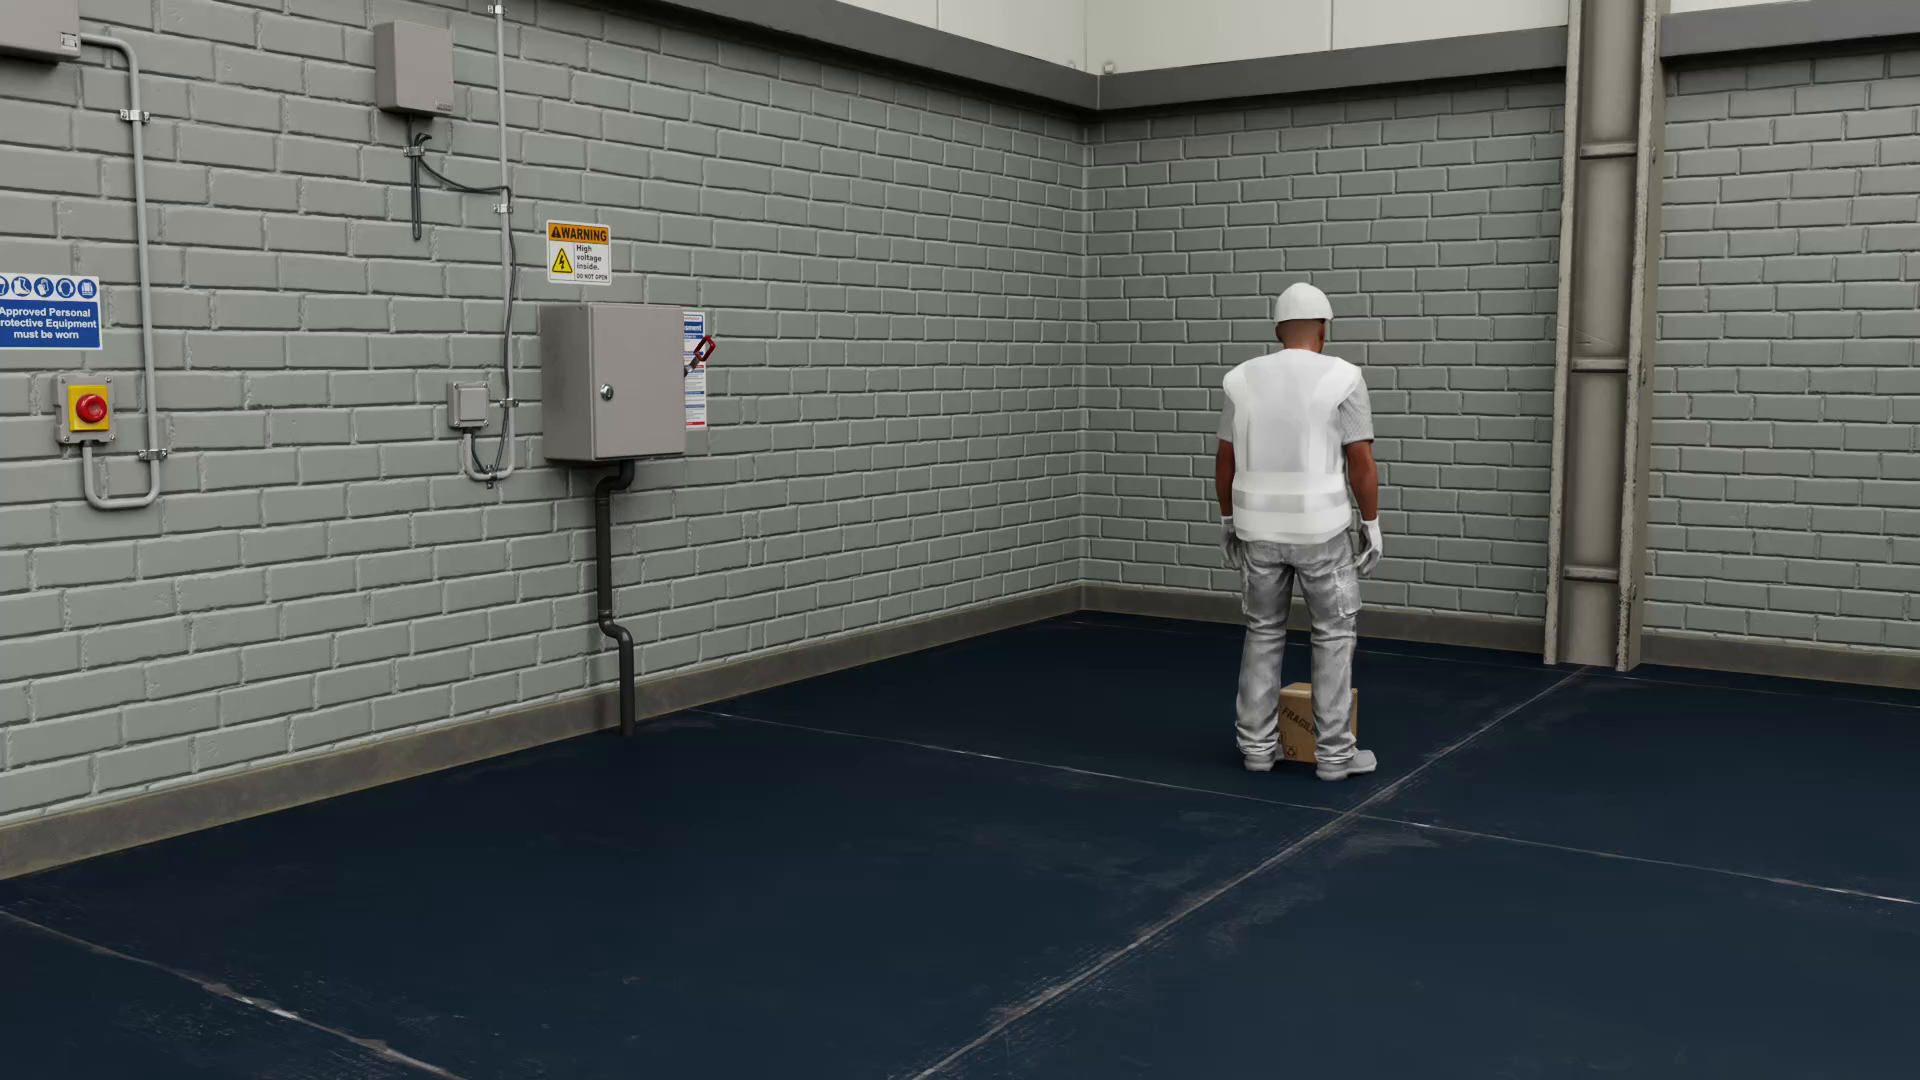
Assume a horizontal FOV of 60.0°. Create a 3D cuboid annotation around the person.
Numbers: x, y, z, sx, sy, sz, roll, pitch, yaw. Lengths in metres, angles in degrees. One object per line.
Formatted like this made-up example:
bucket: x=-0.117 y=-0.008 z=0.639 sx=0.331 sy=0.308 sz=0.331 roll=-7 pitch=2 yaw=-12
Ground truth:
person: x=1.224 y=-0.038 z=6.035 sx=0.616 sy=1.772 sz=0.452 roll=4 pitch=7 yaw=31
